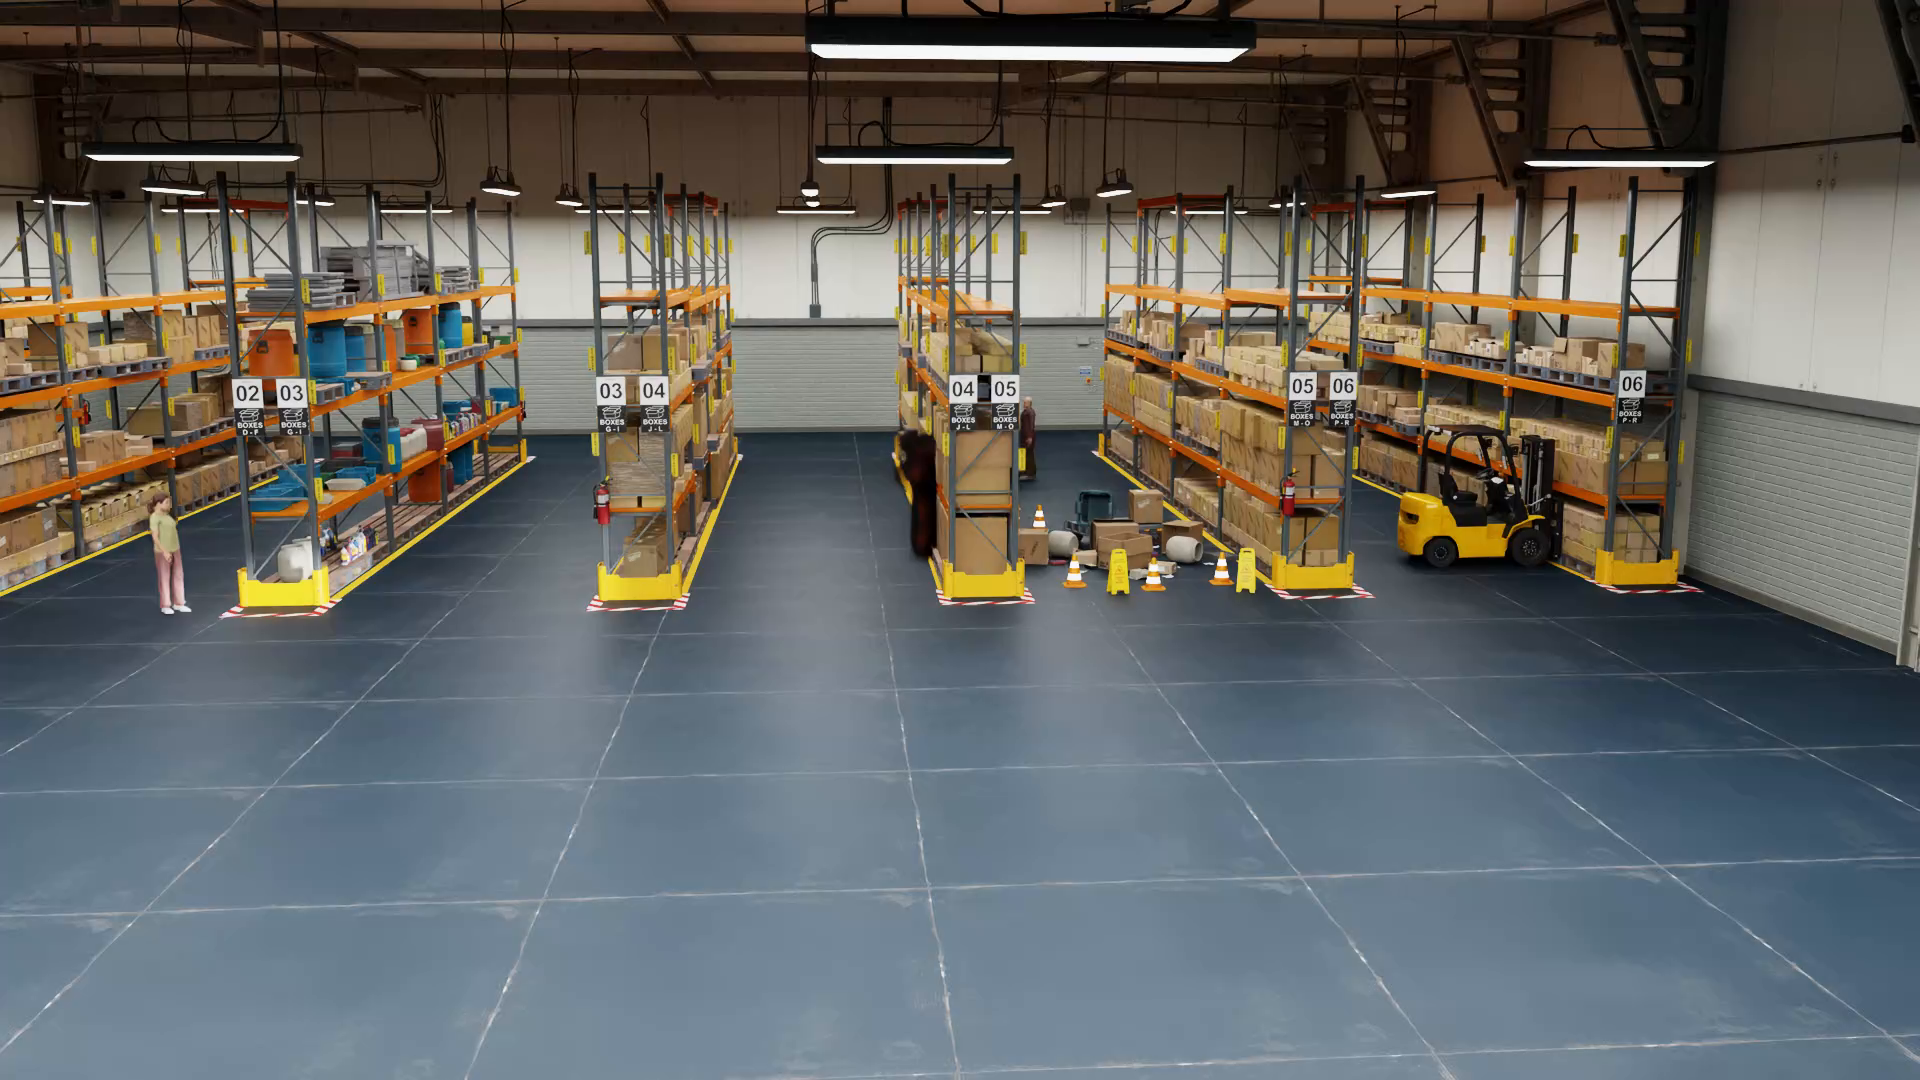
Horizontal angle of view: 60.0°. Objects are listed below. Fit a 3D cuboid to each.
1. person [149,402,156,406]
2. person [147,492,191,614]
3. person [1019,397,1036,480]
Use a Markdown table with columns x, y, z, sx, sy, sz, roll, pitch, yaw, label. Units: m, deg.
| x | y | z | sx | sy | sz | roll | pitch | yaw | label |
| --- | --- | --- | --- | --- | --- | --- | --- | --- | --- |
| -17.263 | -2.075 | 35.699 | 0.772 | 1.810 | 0.820 | -1 | 10 | -4 | person |
| -10.924 | 0.189 | 22.895 | 0.486 | 1.710 | 0.490 | 4 | 11 | 22 | person |
| 1.454 | -2.211 | 36.045 | 0.423 | 1.785 | 0.671 | -1 | 10 | -7 | person |
